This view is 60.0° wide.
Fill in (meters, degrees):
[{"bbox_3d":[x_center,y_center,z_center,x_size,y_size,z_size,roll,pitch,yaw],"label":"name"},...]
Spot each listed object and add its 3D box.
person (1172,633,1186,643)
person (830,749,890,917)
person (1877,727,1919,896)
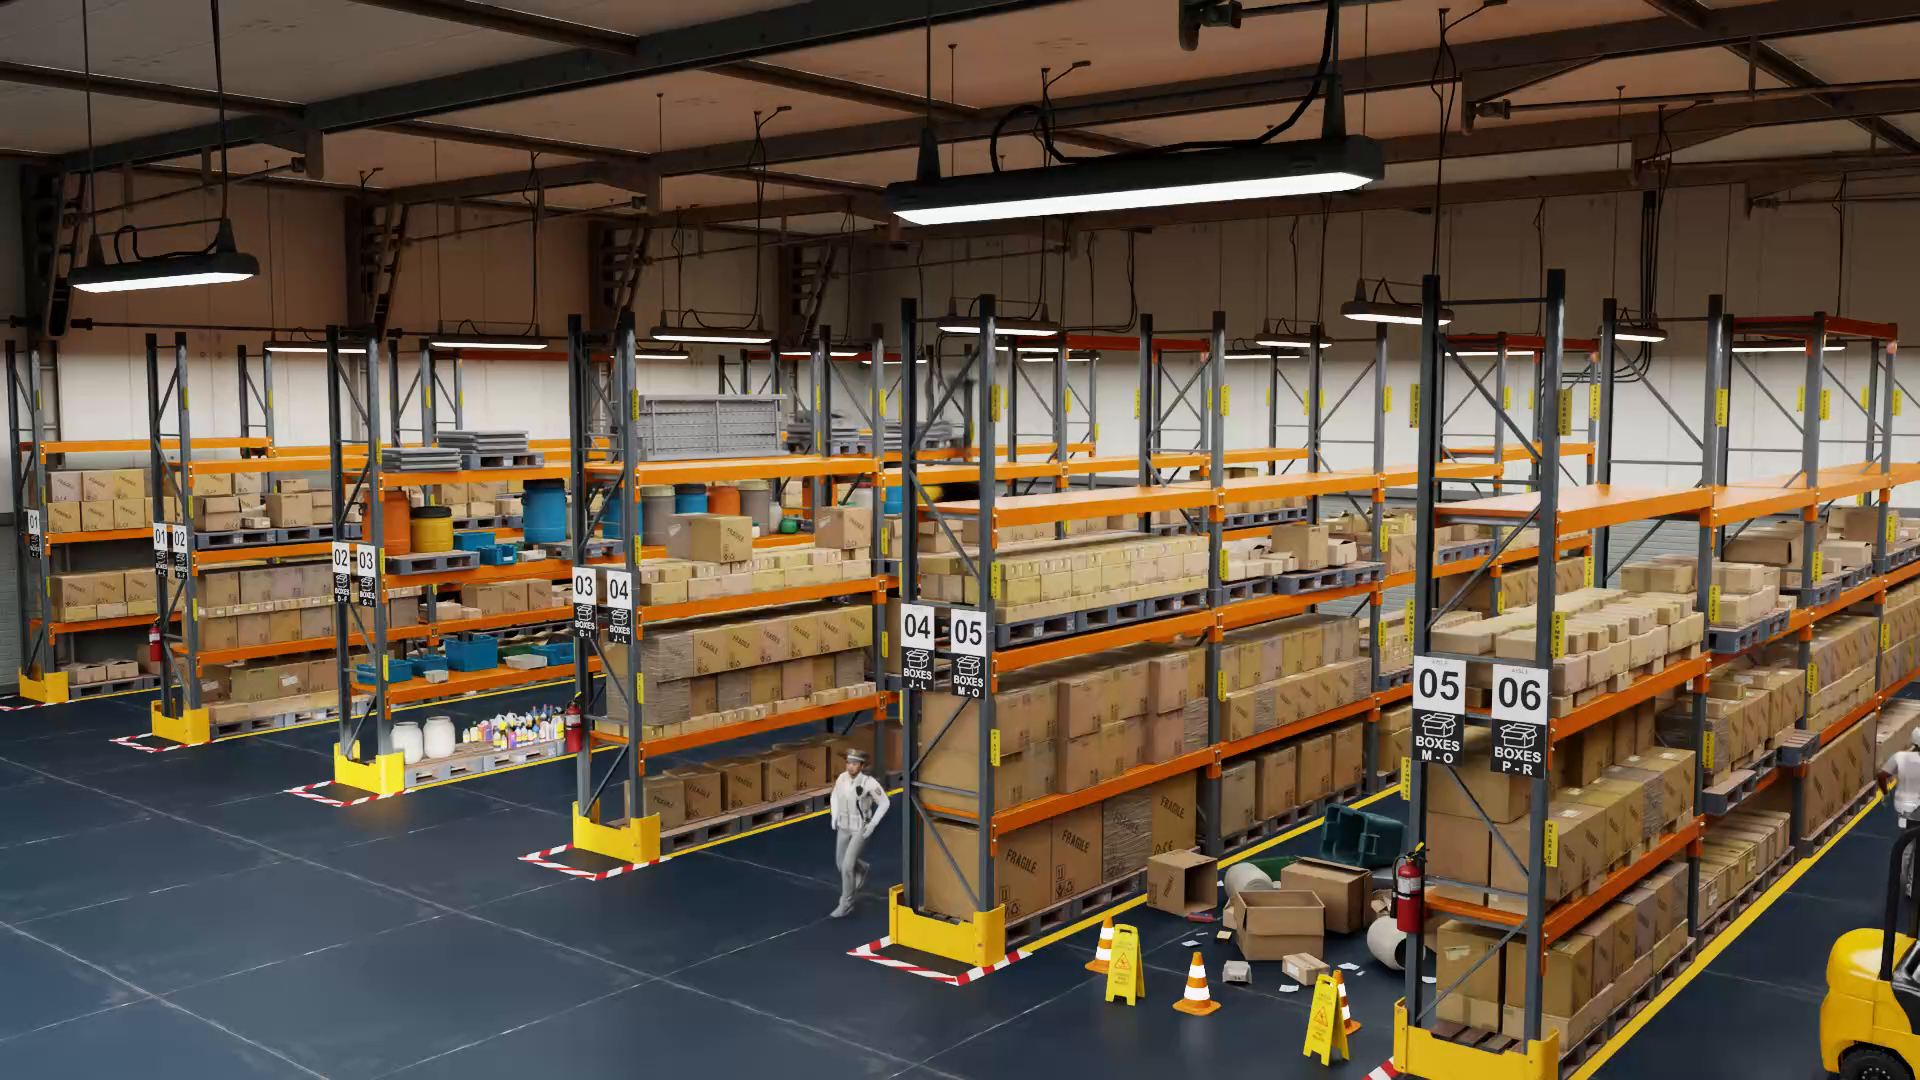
[{"bbox_3d":[2.964,2.075,22.281,0.628,1.699,0.871,3,6,28],"label":"person"},{"bbox_3d":[-0.996,2.876,16.572,0.668,1.689,0.741,3,6,26],"label":"person"},{"bbox_3d":[9.837,2.755,17.075,0.672,1.739,0.607,4,7,41],"label":"person"}]
